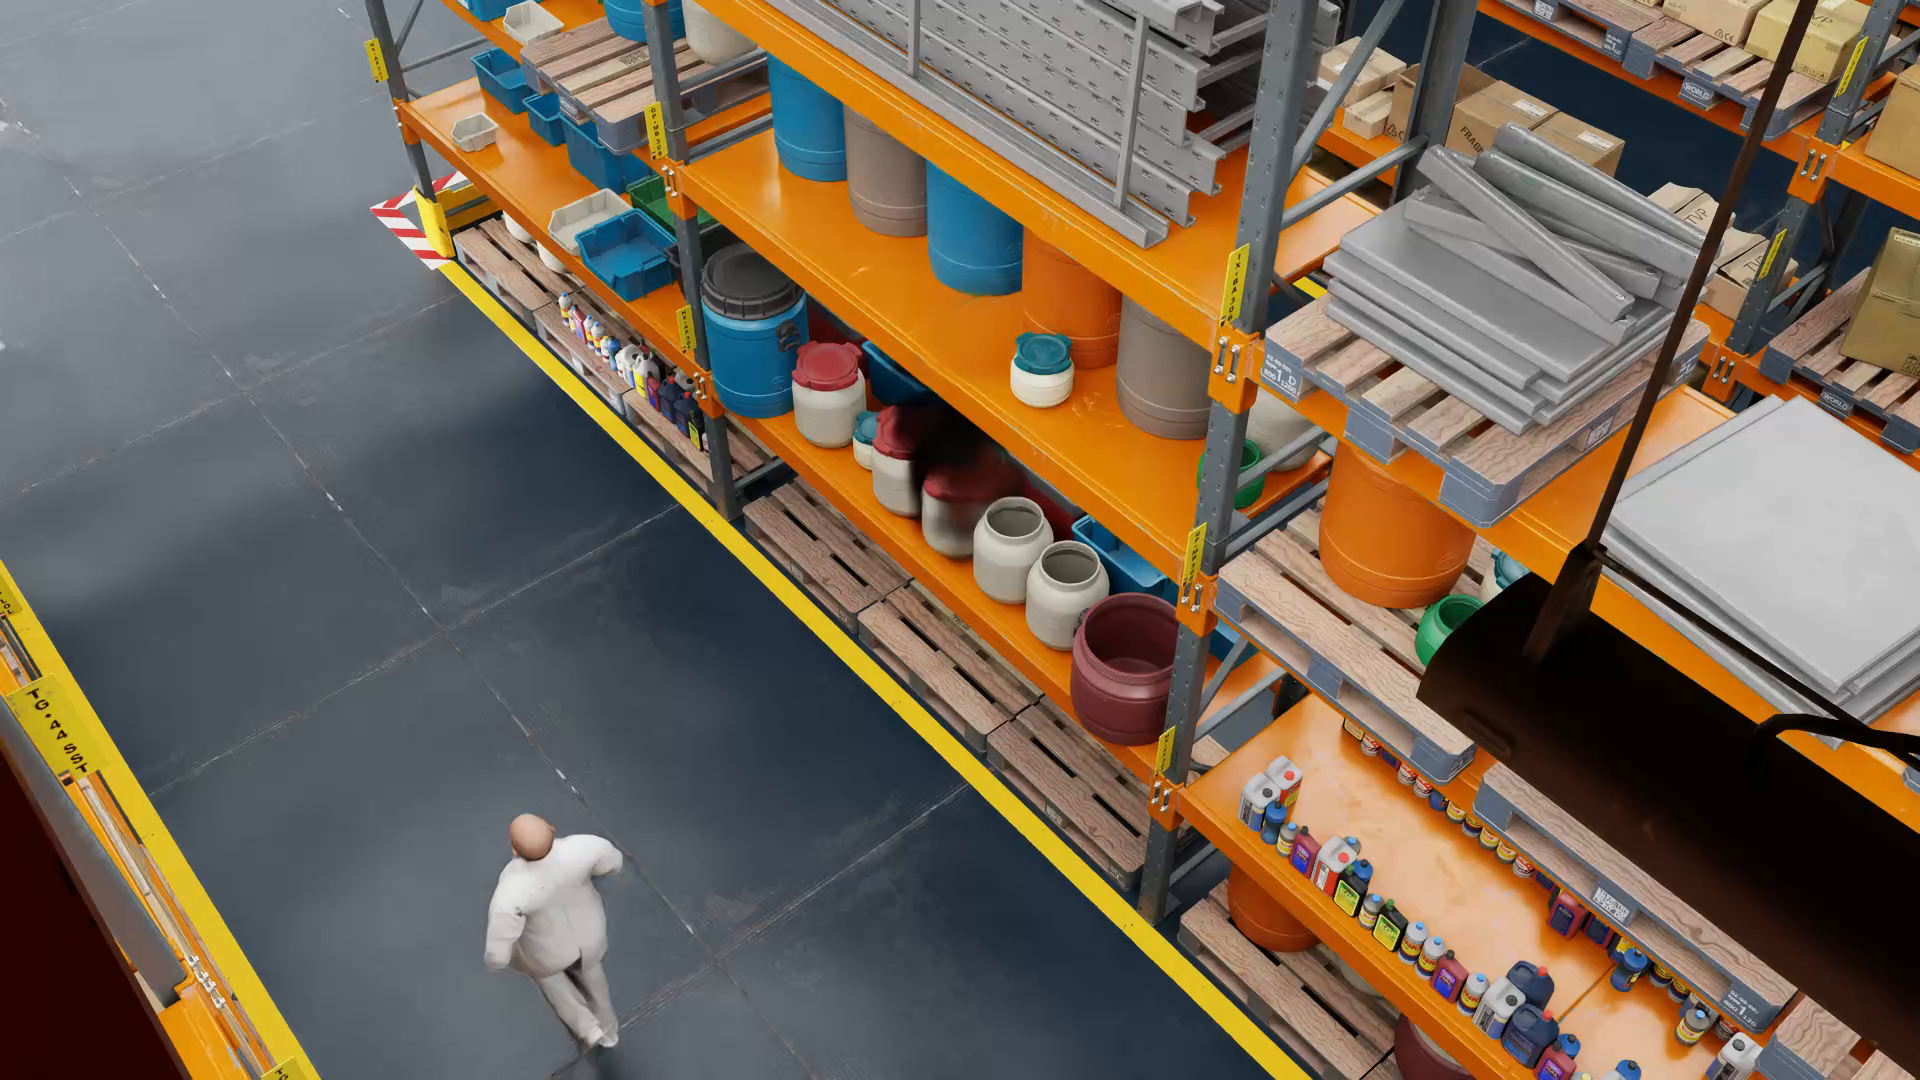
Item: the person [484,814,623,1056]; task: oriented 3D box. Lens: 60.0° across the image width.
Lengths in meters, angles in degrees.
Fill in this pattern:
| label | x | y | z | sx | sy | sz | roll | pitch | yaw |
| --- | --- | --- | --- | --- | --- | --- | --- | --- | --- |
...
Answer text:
| label | x | y | z | sx | sy | sz | roll | pitch | yaw |
| --- | --- | --- | --- | --- | --- | --- | --- | --- | --- |
| person | -1.870 | 1.792 | 7.683 | 0.759 | 1.753 | 0.610 | -33 | 55 | -27 |
